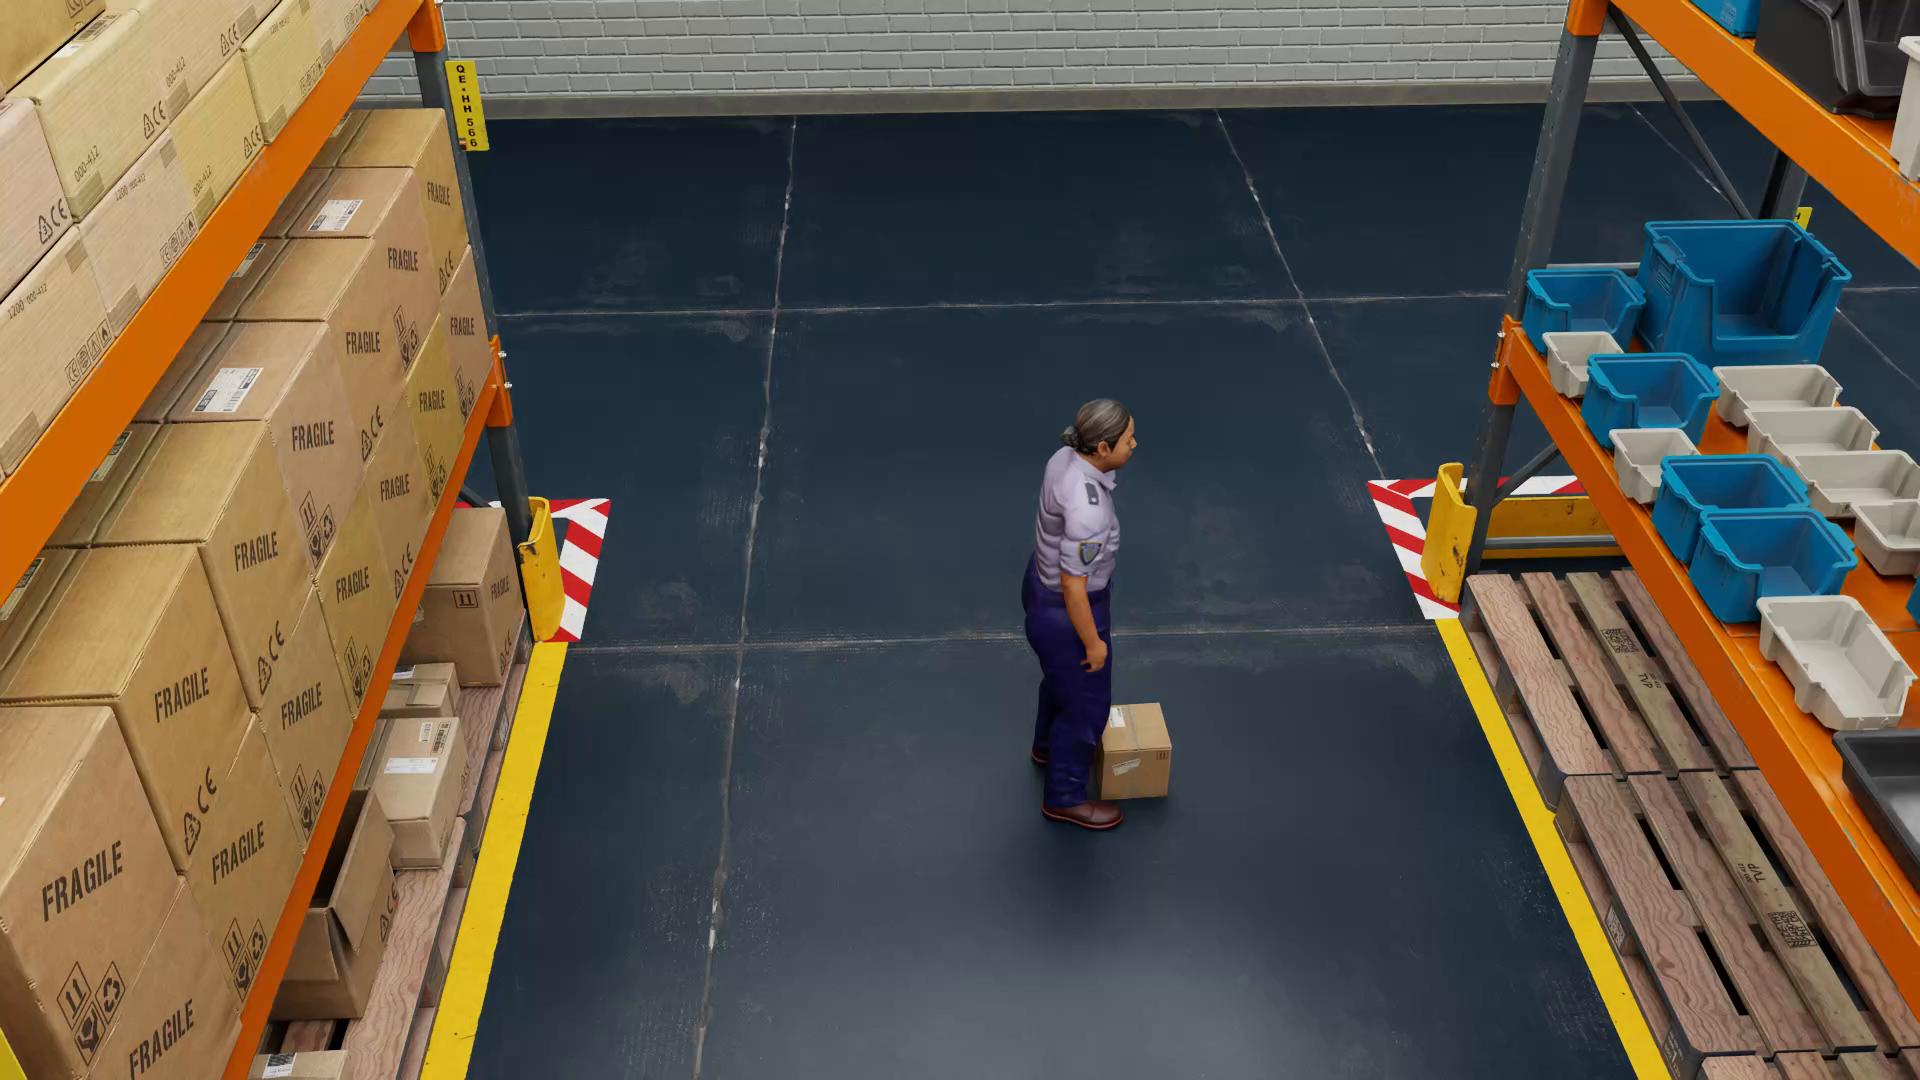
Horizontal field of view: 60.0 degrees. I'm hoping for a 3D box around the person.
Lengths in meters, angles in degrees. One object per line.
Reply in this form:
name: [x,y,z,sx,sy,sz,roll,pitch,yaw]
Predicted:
person: [0.406,0.245,5.820,0.370,1.638,0.539,-1,35,-2]
